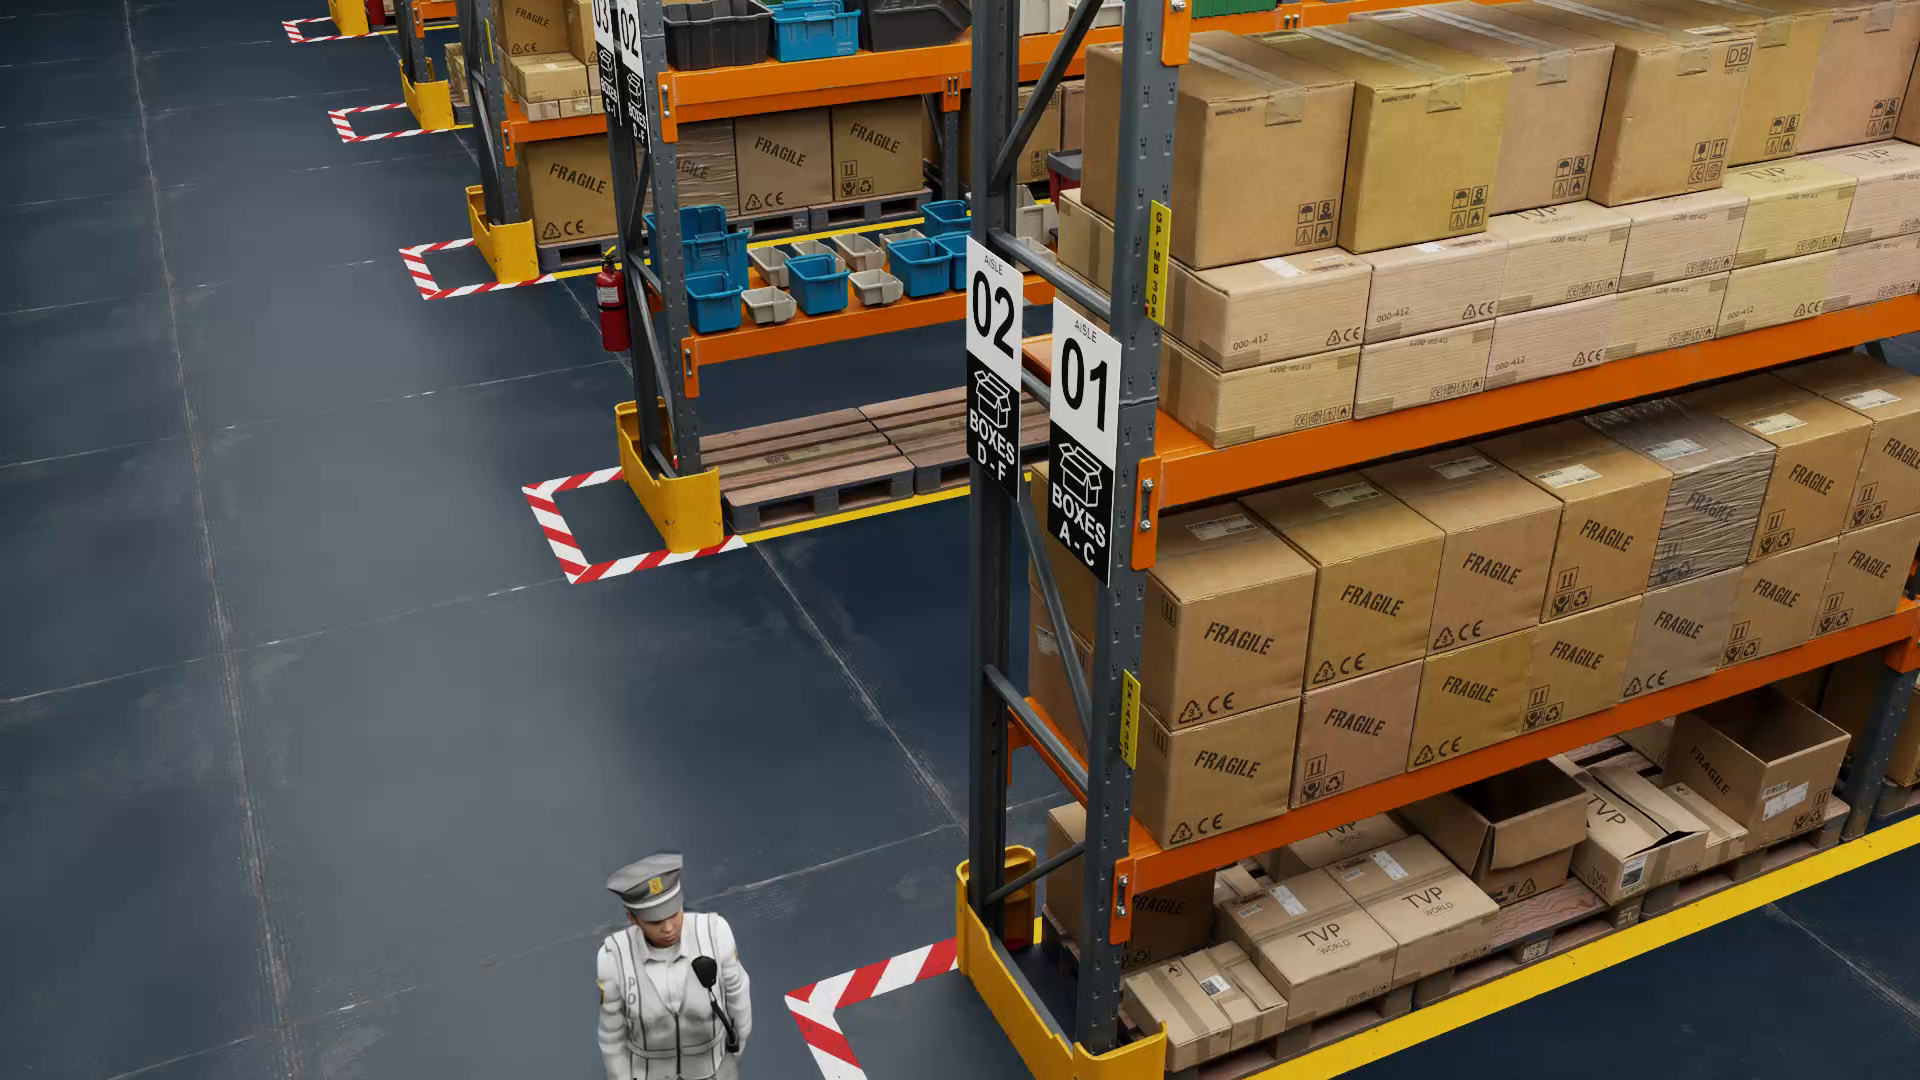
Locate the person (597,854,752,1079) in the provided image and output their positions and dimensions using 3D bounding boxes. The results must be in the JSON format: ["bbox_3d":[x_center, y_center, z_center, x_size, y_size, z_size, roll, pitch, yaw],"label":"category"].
[{"bbox_3d":[-0.900,1.720,5.377,0.491,1.723,0.444,-6,30,-11],"label":"person"}]
